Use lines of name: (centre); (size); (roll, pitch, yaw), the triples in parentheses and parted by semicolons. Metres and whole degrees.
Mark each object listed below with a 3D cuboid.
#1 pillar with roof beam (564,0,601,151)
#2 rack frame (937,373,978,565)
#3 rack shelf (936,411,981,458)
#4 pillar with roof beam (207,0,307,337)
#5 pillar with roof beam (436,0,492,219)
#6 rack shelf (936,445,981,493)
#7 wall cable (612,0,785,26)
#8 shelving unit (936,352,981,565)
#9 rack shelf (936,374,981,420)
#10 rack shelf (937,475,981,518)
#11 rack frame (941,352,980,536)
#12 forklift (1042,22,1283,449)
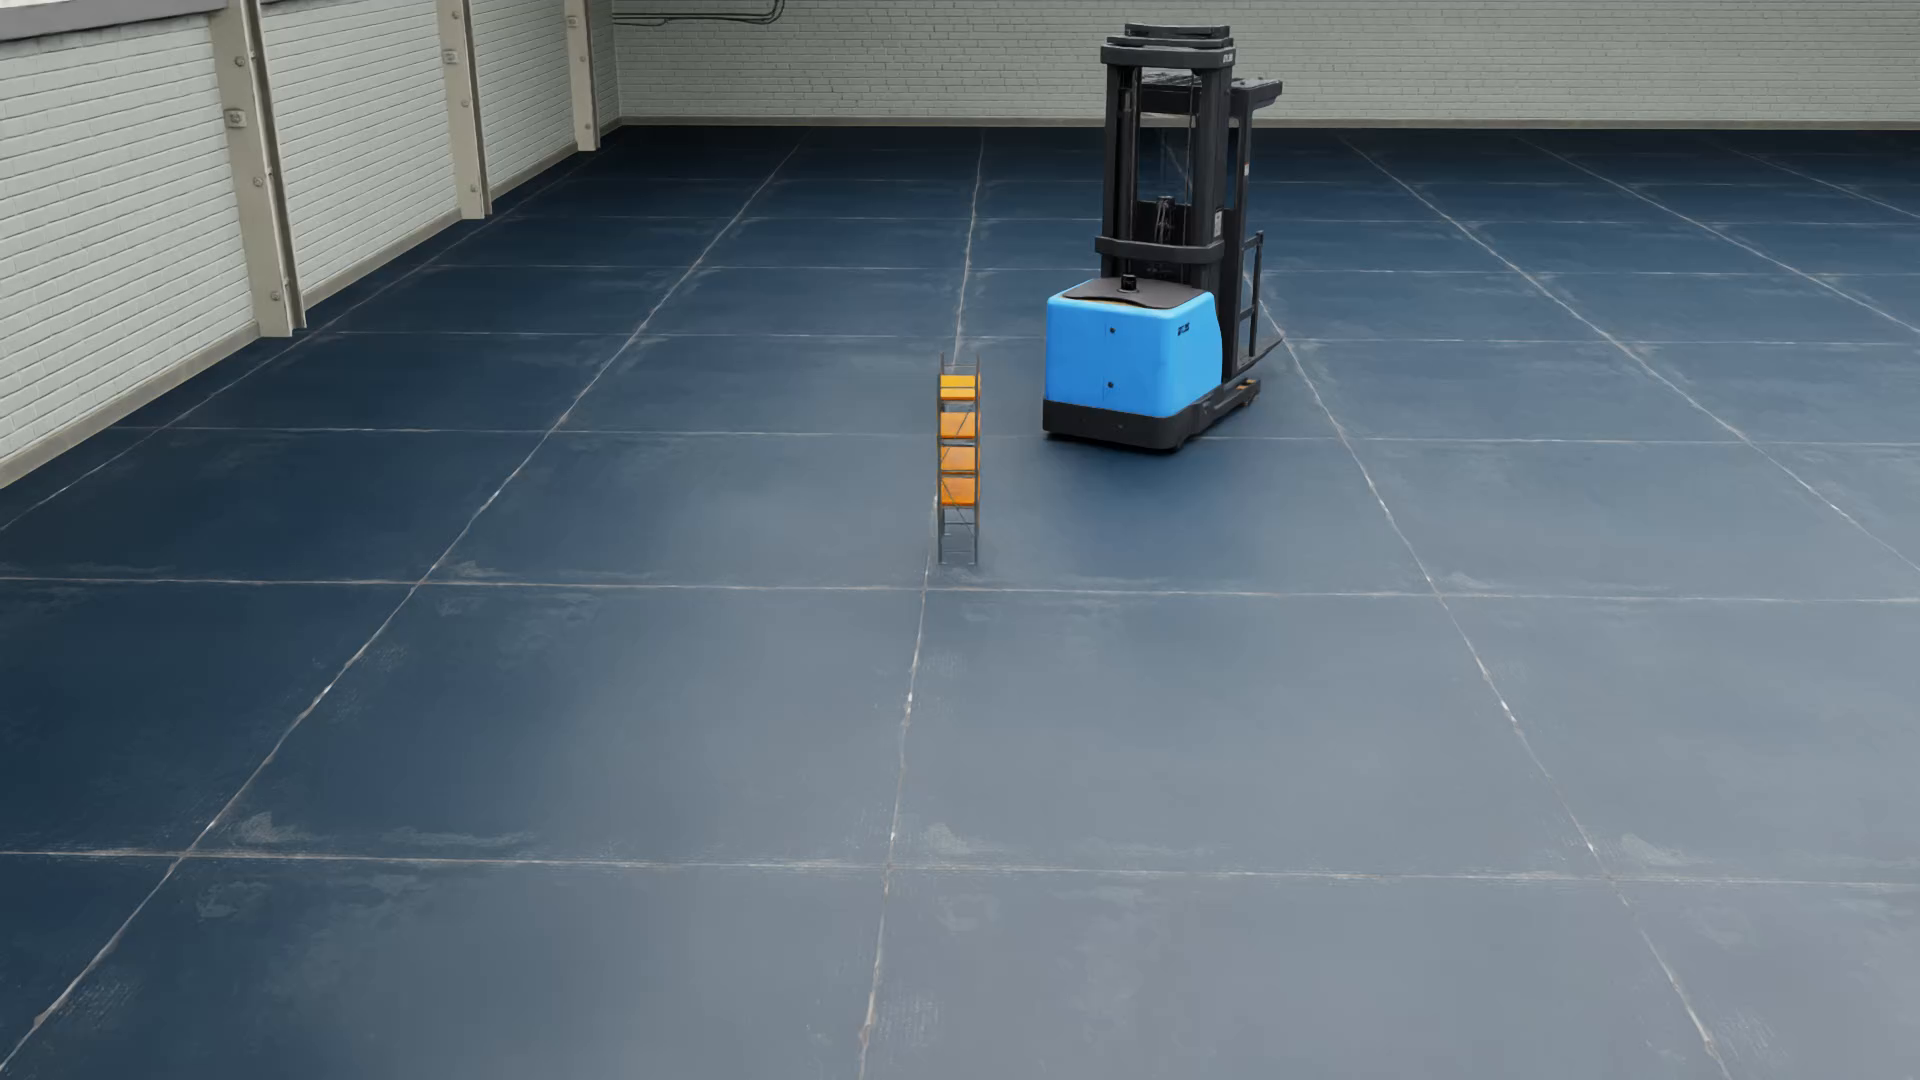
pillar with roof beam: (-1.670, -10.435, 24.983); (9.100, 9.000, 0.400); (1, 21, 2)
rack frame: (-0.012, -0.411, 9.930); (0.240, 1.200, 0.015); (1, 21, 2)
rack shelf: (-0.005, -0.645, 10.101); (0.258, 0.148, 0.480); (1, 21, 2)
pillar with roof beam: (-2.035, -6.096, 13.801); (9.100, 9.000, 0.400); (1, 21, 2)
pillar with roof beam: (-1.852, -8.266, 19.392); (9.100, 9.000, 0.400); (1, 21, 2)
rack shelf: (-0.005, -0.437, 10.182); (0.258, 0.148, 0.480); (1, 21, 2)
wall cable: (-4.562, -10.085, 28.374); (3.097, 2.526, 0.112); (1, 21, 2)
shelving unit: (-0.005, -0.500, 10.158); (0.258, 1.200, 0.503); (1, 21, 2)
rack shelf: (-0.005, -0.866, 10.015); (0.258, 0.148, 0.480); (1, 21, 2)
rack shelf: (-0.005, -0.252, 10.254); (0.258, 0.148, 0.480); (1, 21, 2)
rack frame: (0.002, -0.588, 10.385); (0.240, 1.200, 0.015); (1, 21, 2)
forklift: (1.781, -2.511, 12.948); (1.130, 2.935, 3.031); (12, 24, 27)
